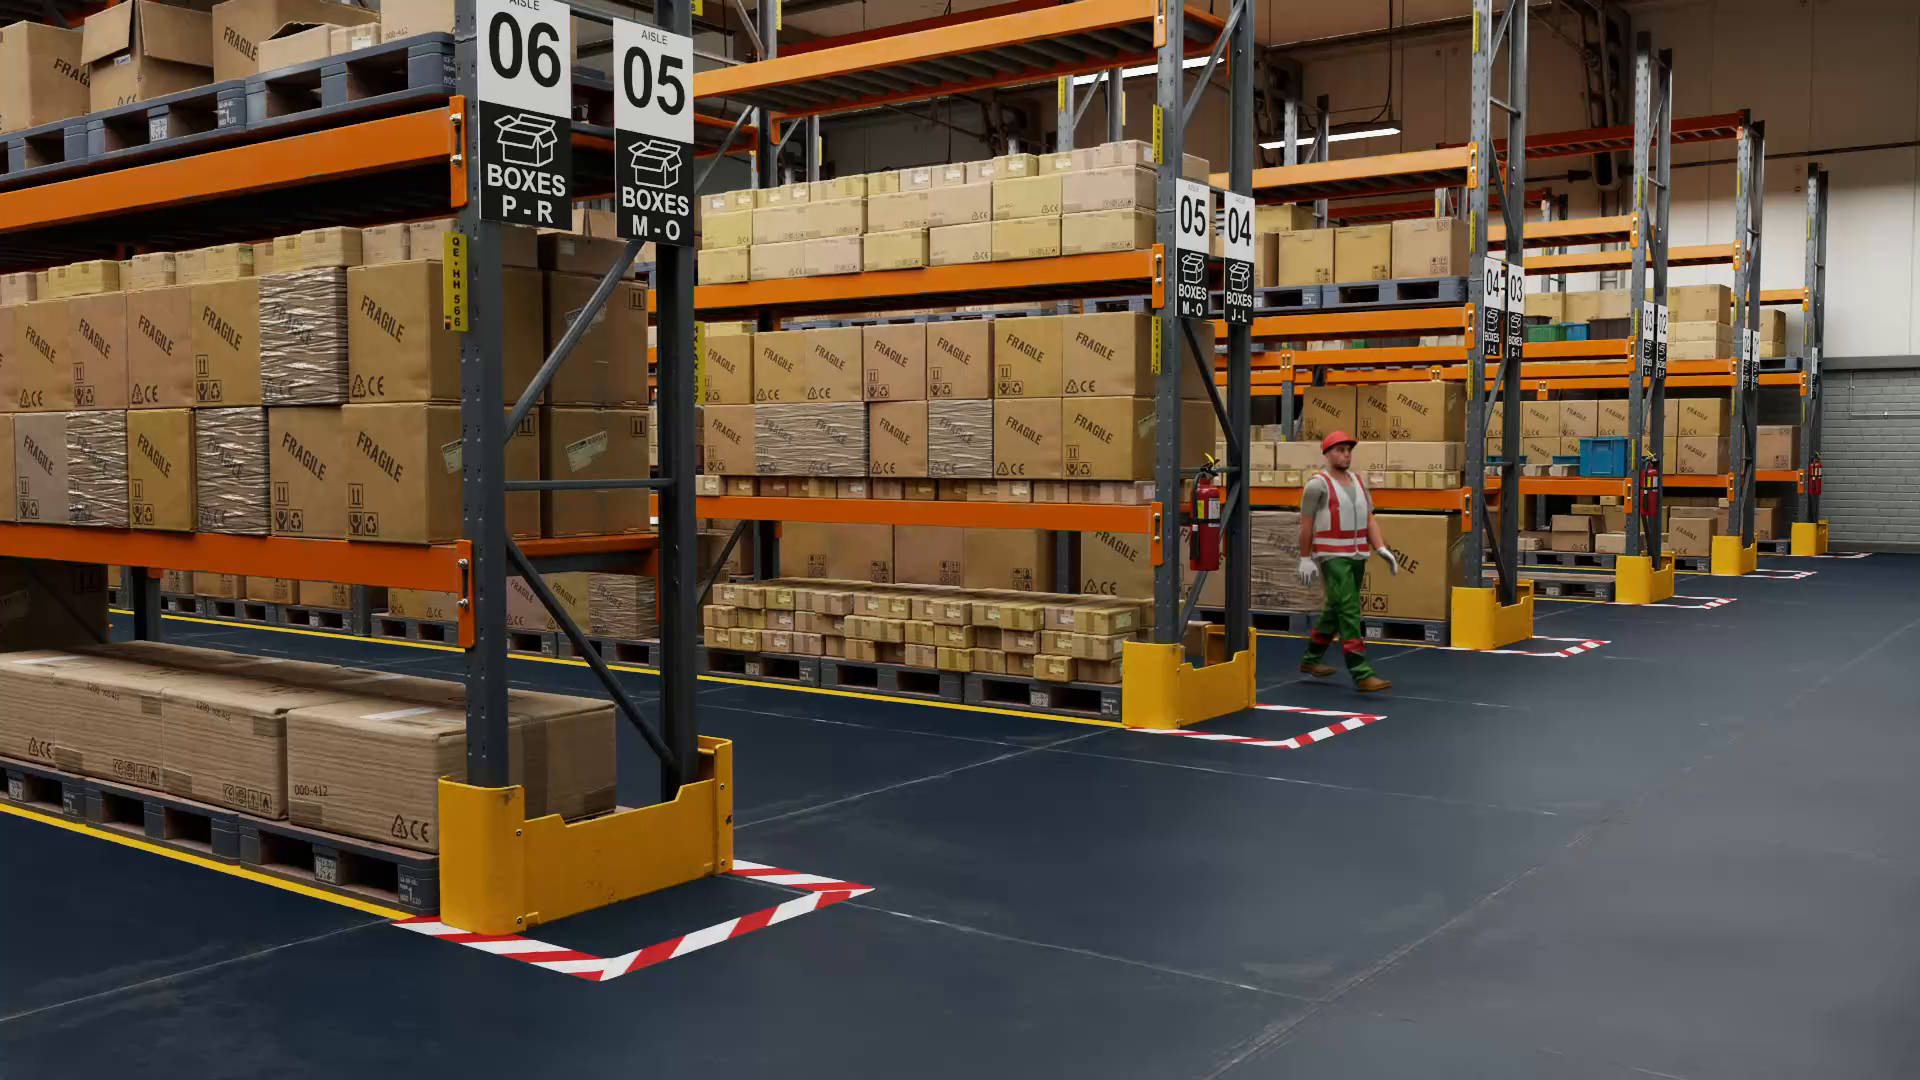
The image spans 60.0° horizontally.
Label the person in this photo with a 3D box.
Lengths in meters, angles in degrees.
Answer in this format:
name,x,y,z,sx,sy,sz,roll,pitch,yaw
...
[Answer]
name,x,y,z,sx,sy,sz,roll,pitch,yaw
person,2.635,0.129,11.237,0.537,1.738,1.036,-2,4,-31
